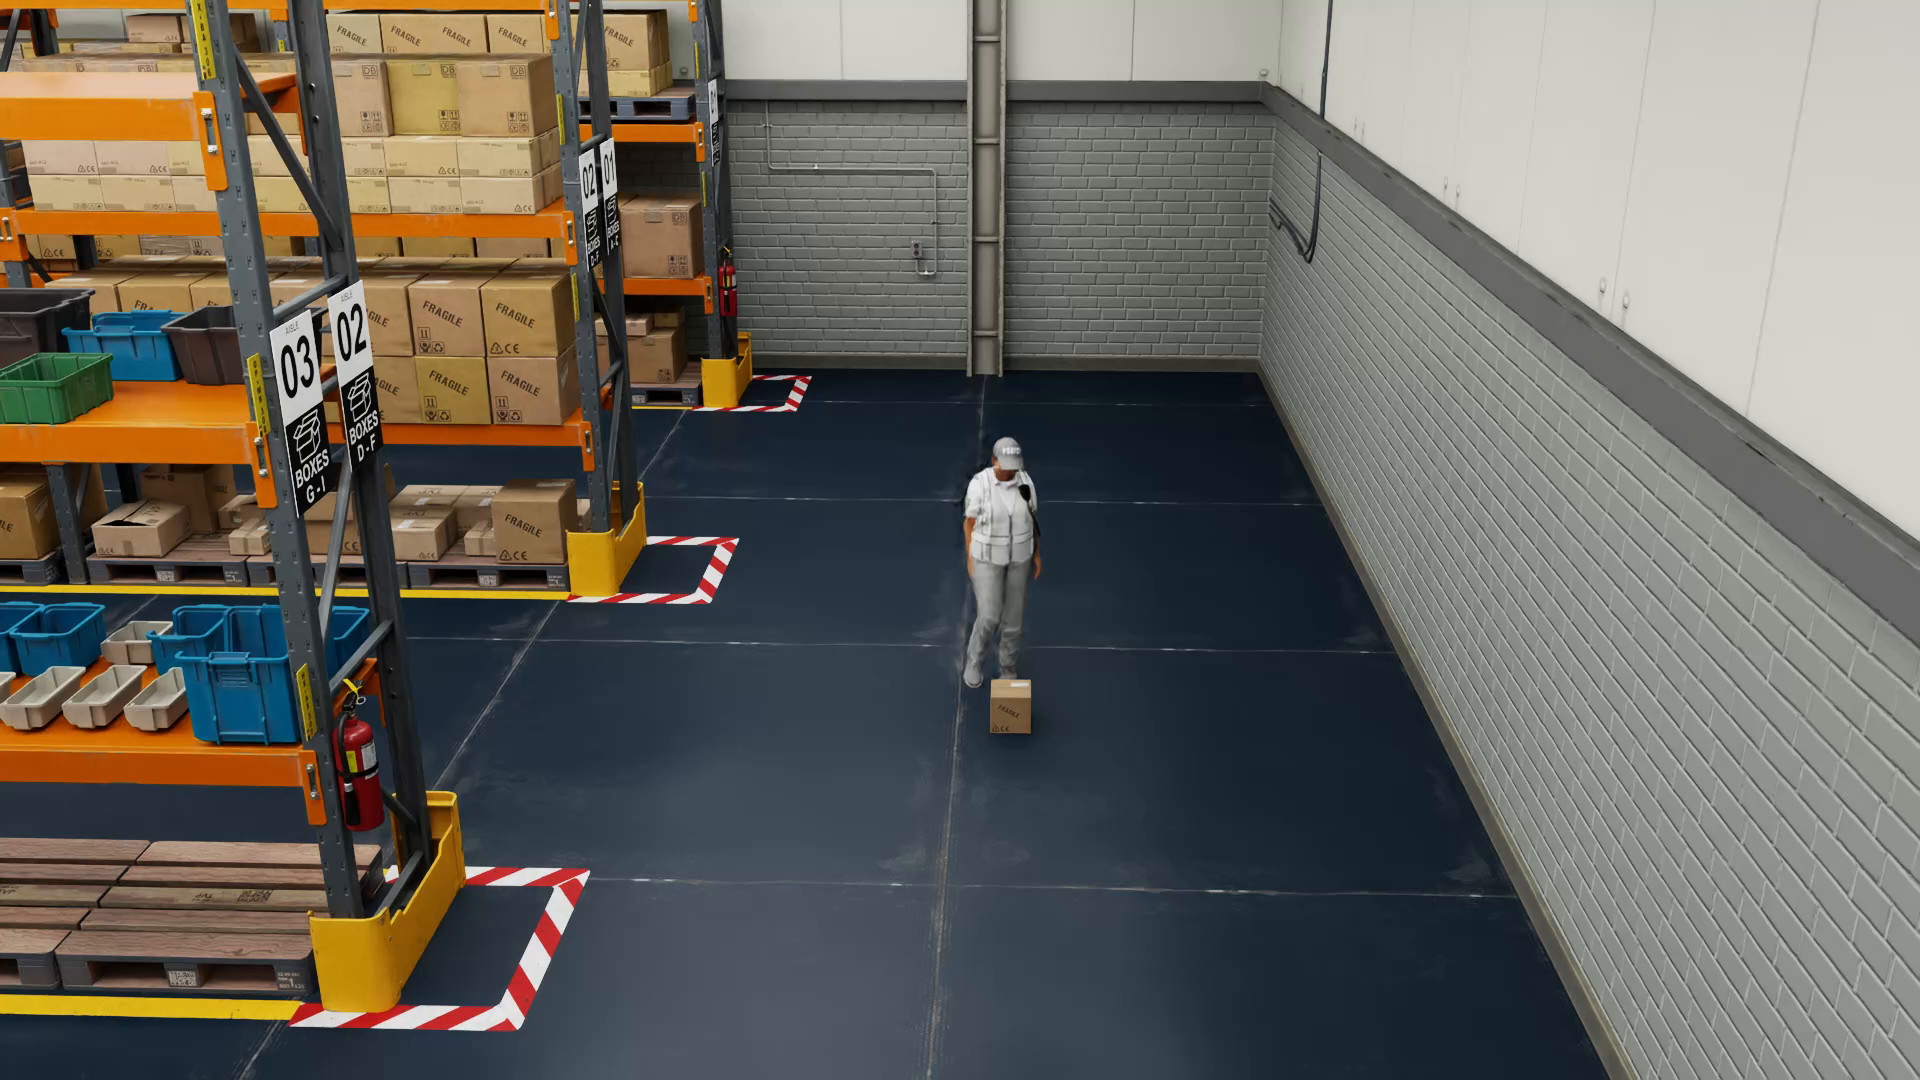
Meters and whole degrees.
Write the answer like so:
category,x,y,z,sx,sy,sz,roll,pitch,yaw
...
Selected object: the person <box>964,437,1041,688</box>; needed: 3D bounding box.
category,x,y,z,sx,sy,sz,roll,pitch,yaw
person,0.269,0.144,10.694,0.508,1.671,0.459,-7,22,-18
